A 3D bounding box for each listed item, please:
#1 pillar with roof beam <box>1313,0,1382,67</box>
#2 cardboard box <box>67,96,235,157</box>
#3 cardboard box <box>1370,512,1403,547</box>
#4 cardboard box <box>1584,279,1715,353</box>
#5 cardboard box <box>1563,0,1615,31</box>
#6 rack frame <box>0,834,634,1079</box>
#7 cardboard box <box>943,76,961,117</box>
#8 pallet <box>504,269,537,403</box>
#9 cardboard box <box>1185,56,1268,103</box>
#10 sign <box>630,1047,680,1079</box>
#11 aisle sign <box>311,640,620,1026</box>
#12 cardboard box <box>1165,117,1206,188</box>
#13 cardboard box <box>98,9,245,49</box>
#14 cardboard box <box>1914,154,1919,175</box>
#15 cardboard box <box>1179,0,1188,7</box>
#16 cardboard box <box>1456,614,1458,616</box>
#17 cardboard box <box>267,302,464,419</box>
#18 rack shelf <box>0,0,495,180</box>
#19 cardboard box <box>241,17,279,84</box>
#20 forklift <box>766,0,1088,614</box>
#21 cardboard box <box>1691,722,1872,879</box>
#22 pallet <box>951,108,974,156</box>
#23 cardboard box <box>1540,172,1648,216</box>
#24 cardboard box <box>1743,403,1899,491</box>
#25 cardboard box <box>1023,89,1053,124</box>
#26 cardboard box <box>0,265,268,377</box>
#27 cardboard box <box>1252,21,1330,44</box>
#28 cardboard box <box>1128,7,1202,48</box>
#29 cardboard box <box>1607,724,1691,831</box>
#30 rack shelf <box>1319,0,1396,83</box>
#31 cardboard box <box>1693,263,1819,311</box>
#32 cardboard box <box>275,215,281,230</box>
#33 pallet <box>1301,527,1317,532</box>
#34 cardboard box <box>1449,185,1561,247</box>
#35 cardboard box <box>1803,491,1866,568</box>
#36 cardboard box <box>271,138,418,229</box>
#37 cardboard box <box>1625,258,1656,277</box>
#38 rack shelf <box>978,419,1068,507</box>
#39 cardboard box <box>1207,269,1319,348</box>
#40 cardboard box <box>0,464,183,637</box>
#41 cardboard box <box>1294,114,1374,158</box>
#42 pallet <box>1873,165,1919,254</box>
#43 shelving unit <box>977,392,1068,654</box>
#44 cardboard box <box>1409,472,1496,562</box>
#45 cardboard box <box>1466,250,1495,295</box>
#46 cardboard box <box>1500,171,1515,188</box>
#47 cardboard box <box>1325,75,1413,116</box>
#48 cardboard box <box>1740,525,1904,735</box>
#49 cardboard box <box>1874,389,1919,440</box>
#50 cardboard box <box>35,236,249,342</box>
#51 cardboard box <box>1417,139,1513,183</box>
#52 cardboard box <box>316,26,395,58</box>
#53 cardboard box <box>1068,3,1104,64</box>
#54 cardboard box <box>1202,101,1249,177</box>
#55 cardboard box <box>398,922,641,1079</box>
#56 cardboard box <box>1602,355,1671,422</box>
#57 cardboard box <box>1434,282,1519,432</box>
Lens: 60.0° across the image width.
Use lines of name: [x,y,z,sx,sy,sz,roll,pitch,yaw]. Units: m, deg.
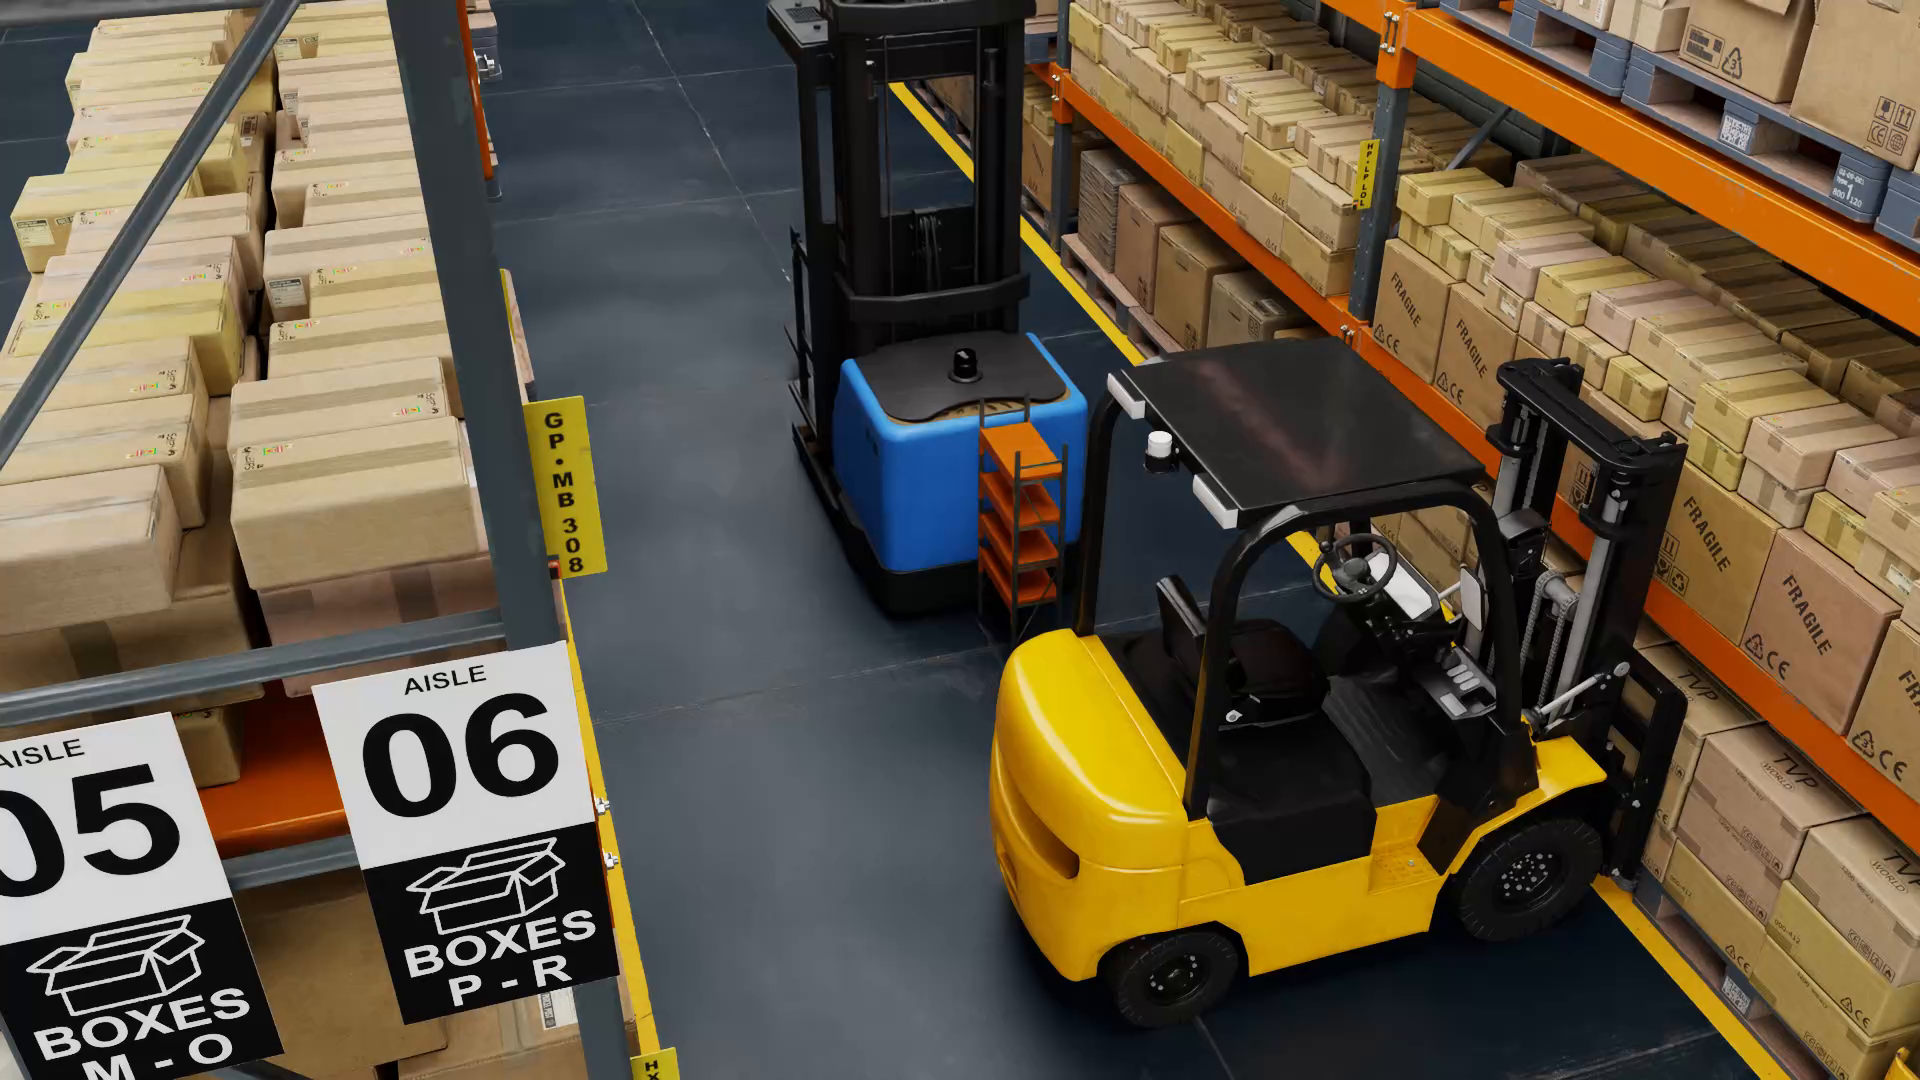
pillar with roof beam: [-1.702,-4.653,7.629,9.100,9.000,0.400,-10,35,-15]
cardboard box: [-2.129,-1.055,4.409,0.380,0.149,0.250,-11,35,-15]
cardboard box: [2.216,-0.237,8.048,0.500,0.250,0.500,-10,35,-15]
cardboard box: [2.645,-0.863,6.386,0.380,0.149,0.250,-10,35,-15]
cardboard box: [2.444,-1.980,6.061,0.380,0.149,0.250,-9,35,-13]
rack frame: [-1.144,1.630,3.562,1.000,3.000,0.127,-10,35,-15]
cardboard box: [0.175,-3.807,13.677,0.500,0.500,0.500,-11,35,-16]
pallet: [-2.459,-0.816,7.438,1.003,0.211,1.213,-10,35,-15]
cardboard box: [1.474,-2.553,9.214,0.380,0.149,0.250,-11,35,-16]
sign: [-0.627,1.178,3.462,0.100,0.325,0.005,-10,35,-15]
aisle sign: [-0.830,0.526,2.875,0.394,0.787,0.004,-10,35,-15]
cardboard box: [1.513,-2.263,9.591,0.500,0.250,0.500,-9,34,-13]
cardboard box: [-2.472,-1.598,5.231,0.380,0.149,0.250,-9,35,-13]
cardboard box: [2.963,-1.136,4.678,0.396,0.266,0.258,-10,35,-15]
cardboard box: [1.620,-3.464,10.592,0.380,0.149,0.250,-9,35,-13]
cardboard box: [2.535,0.506,7.377,0.500,0.250,0.500,-9,35,-14]
cardboard box: [-1.168,-0.341,3.330,0.380,0.149,0.250,-10,35,-15]
rack shelf: [-1.754,-1.621,3.697,1.077,0.370,4.000,-10,35,-15]
cardboard box: [-2.491,-1.506,5.454,0.500,0.250,0.500,-11,35,-16]
forklift: [-0.317,-1.672,8.622,1.130,2.935,3.031,-10,35,-15]
cardboard box: [2.983,0.892,5.886,0.500,0.250,0.500,-9,35,-14]
pallet: [0.582,-3.281,13.524,1.003,0.211,1.213,-10,35,-15]
cardboard box: [2.784,-1.488,7.332,0.380,0.149,0.250,-11,35,-16]
cardboard box: [2.871,-0.314,5.556,0.380,0.149,0.250,-9,35,-14]
cardboard box: [0.637,-3.165,12.116,0.380,0.149,0.250,-12,35,-17]
cardboard box: [-1.872,-0.442,3.844,0.500,0.250,0.500,-9,35,-13]
cardboard box: [1.943,-2.933,9.789,0.380,0.149,0.250,-11,35,-16]
cardboard box: [1.236,-3.097,10.036,0.380,0.149,0.250,-10,35,-14]
cardboard box: [2.816,0.821,6.446,0.500,0.250,0.500,-11,35,-16]
rack shelf: [1.752,-3.308,8.967,1.077,0.370,4.000,-10,35,-15]
cardboard box: [3.107,-0.949,6.516,0.380,0.149,0.250,-10,35,-15]
cardboard box: [-1.507,-0.797,4.381,0.500,0.250,0.500,-9,35,-14]
pallet: [2.100,-0.524,9.351,1.003,0.211,1.213,-10,35,-15]
cardboard box: [2.359,-1.407,7.209,0.380,0.149,0.250,-9,35,-14]
cardboard box: [3.018,-0.062,5.443,0.380,0.149,0.250,-10,35,-15]
cardboard box: [-1.492,-0.874,4.136,0.380,0.149,0.250,-9,35,-14]
cardboard box: [3.003,-1.098,7.012,0.380,0.149,0.250,-10,35,-14]
rack shelf: [0.279,-0.352,7.482,0.258,0.148,0.480,-10,35,-15]
cardboard box: [1.963,-1.172,9.576,0.875,0.625,0.625,-10,35,-15]
cardboard box: [-1.528,0.023,2.778,0.380,0.149,0.250,-10,35,-14]
cardboard box: [1.926,-2.031,8.424,0.380,0.149,0.250,-10,35,-15]
pallet: [3.391,-0.797,4.594,1.003,0.211,1.213,-10,35,-15]
shelving unit: [0.279,-0.024,7.699,0.258,1.200,0.503,-10,35,-15]
cardboard box: [2.357,-0.175,7.500,0.500,0.250,0.500,-10,35,-15]
cardboard box: [2.395,-1.140,7.075,0.380,0.149,0.250,-10,35,-15]
cardboard box: [2.451,-1.762,8.379,0.500,0.250,0.500,-11,35,-16]
cardboard box: [2.202,-2.386,8.961,0.380,0.149,0.250,-10,35,-15]
cardboard box: [3.033,0.263,5.540,0.500,0.500,0.500,-9,34,-13]
cardboard box: [3.376,-0.401,5.687,0.380,0.149,0.250,-9,34,-13]
cardboard box: [-1.762,-0.521,3.602,0.380,0.149,0.250,-10,35,-15]
cardboard box: [2.459,-1.840,8.134,0.380,0.149,0.250,-11,35,-16]
cardboard box: [-1.709,-1.430,4.977,0.380,0.149,0.250,-9,35,-13]
cardboard box: [1.021,-3.275,10.667,0.500,0.250,0.500,-10,35,-15]
cardboard box: [1.655,-2.206,9.050,0.500,0.250,0.500,-9,35,-14]
cardboard box: [-1.024,1.169,3.900,0.500,0.500,0.500,-11,35,-15]
cardboard box: [2.661,-0.592,6.247,0.380,0.149,0.250,-11,35,-16]
cardboard box: [2.423,-0.801,7.151,0.500,0.500,0.500,-9,35,-14]
